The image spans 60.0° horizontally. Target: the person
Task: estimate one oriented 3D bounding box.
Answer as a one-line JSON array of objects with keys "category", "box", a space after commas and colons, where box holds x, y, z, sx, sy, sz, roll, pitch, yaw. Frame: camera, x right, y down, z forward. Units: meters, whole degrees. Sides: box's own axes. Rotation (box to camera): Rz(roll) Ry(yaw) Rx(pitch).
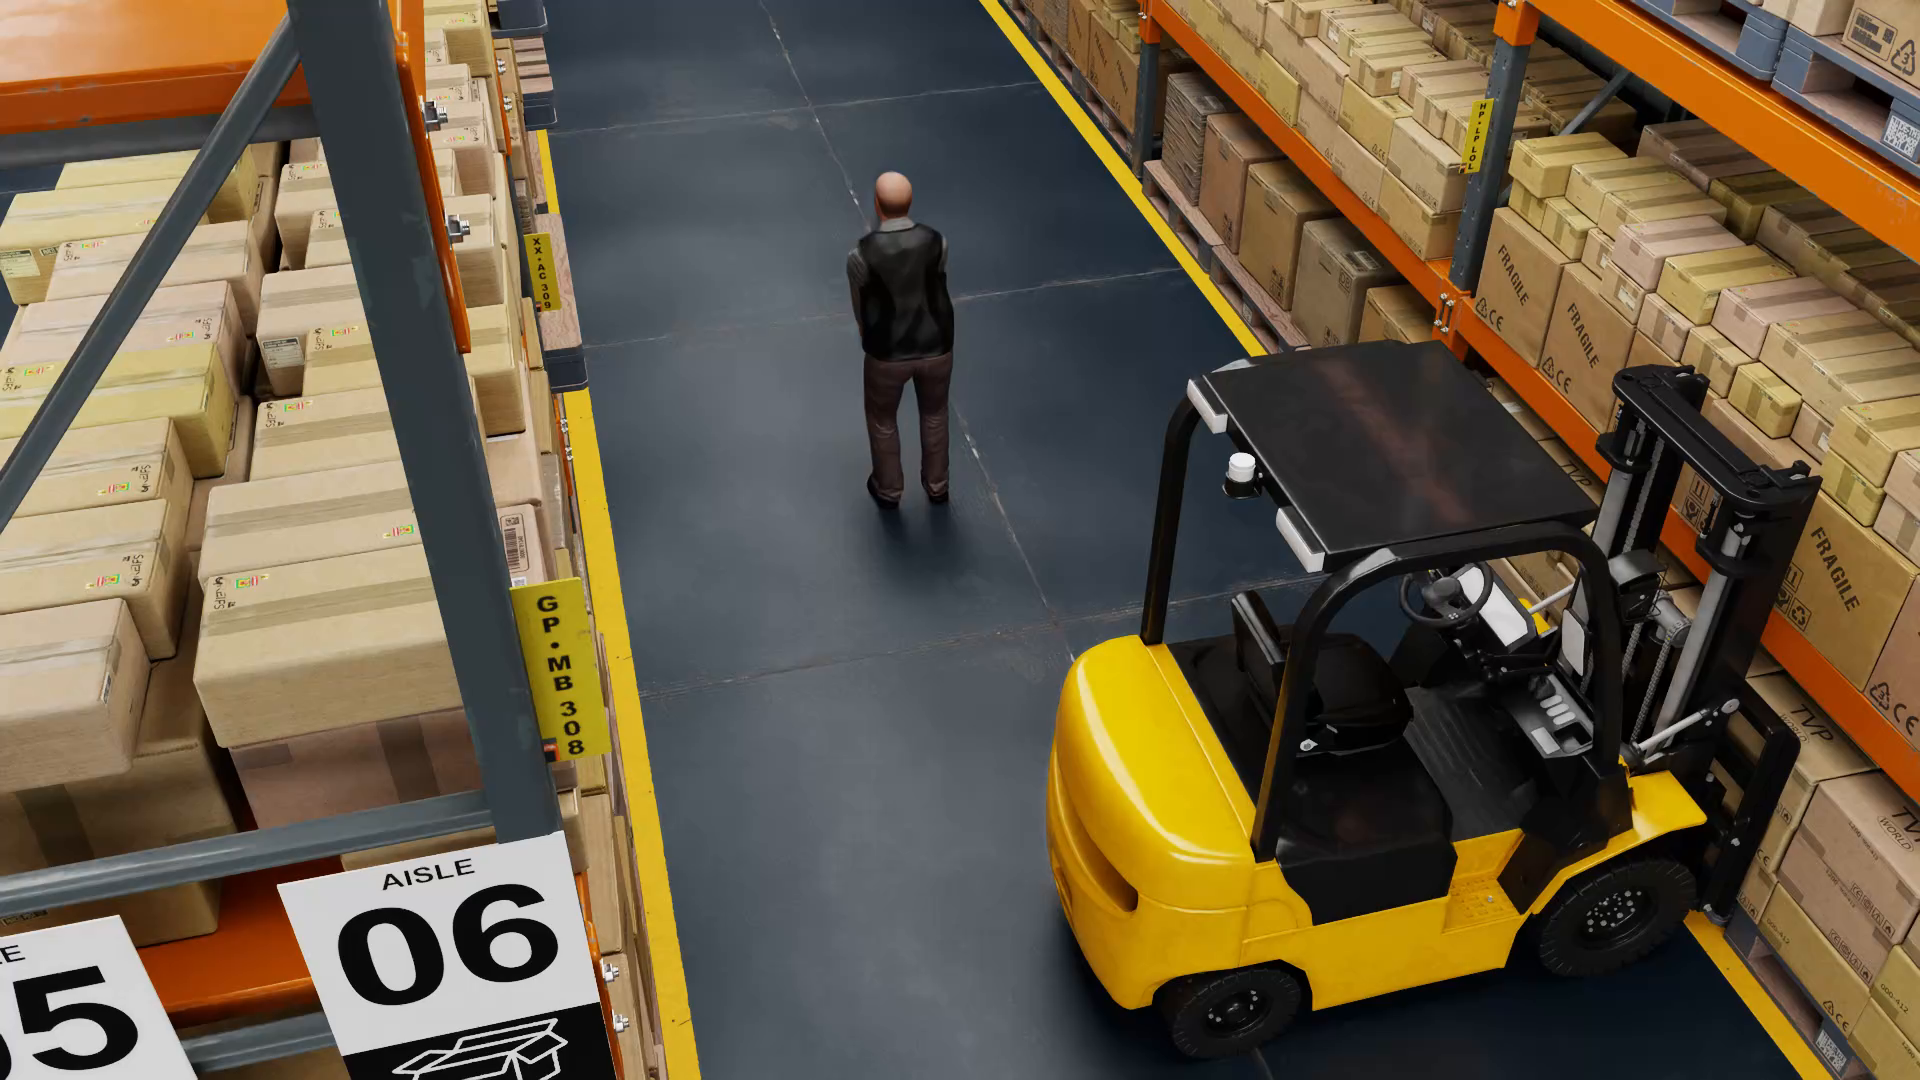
[{"category": "person", "box": [-0.289, -0.952, 7.976, 0.486, 1.703, 0.581, -10, 39, -13]}]
